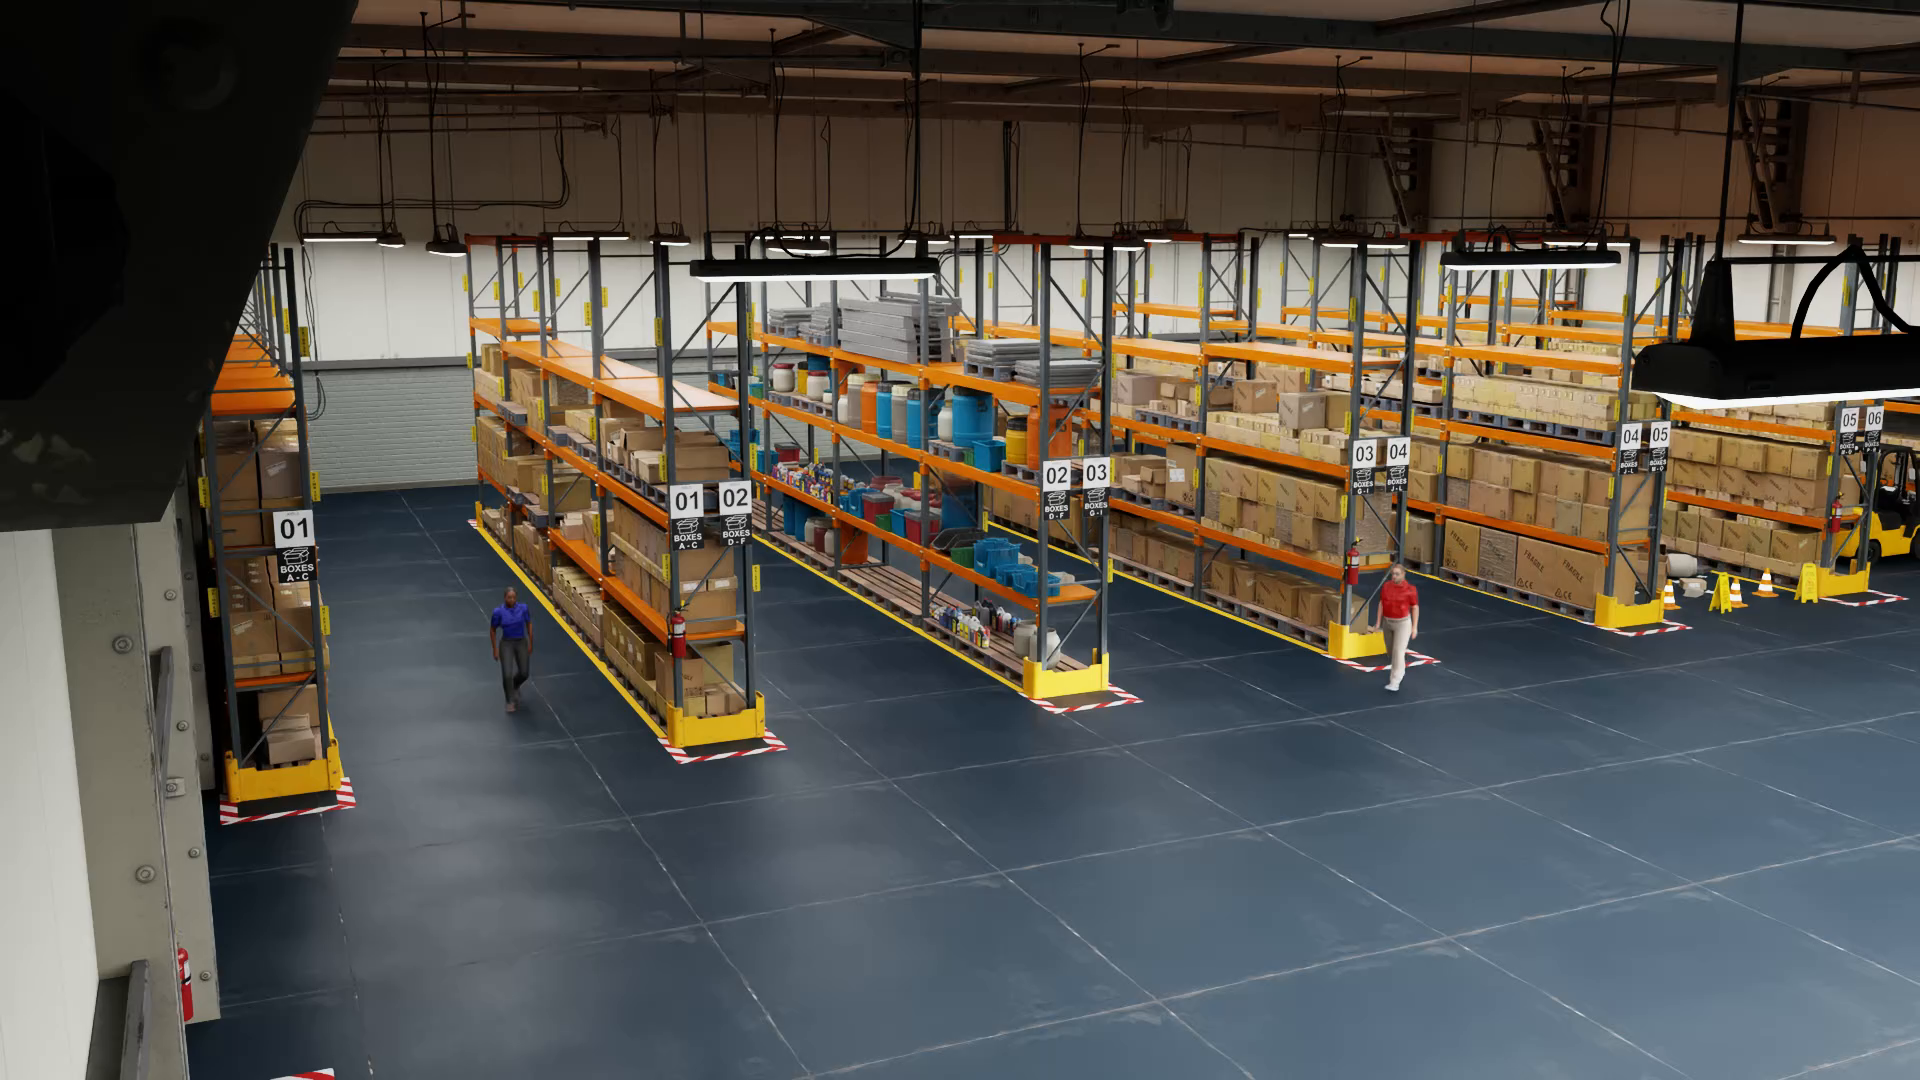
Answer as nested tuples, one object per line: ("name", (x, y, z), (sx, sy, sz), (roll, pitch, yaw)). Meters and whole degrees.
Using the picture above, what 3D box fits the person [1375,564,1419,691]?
("person", (5.946, 1.165, 22.677), (0.887, 1.705, 0.529), (-10, 15, -41))

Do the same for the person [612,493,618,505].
("person", (-7.706, -1.455, 36.471), (0.425, 1.535, 0.980), (-5, 12, -23))

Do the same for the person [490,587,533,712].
("person", (-5.865, 1.384, 21.761), (0.540, 1.641, 0.555), (-5, 12, -22))
